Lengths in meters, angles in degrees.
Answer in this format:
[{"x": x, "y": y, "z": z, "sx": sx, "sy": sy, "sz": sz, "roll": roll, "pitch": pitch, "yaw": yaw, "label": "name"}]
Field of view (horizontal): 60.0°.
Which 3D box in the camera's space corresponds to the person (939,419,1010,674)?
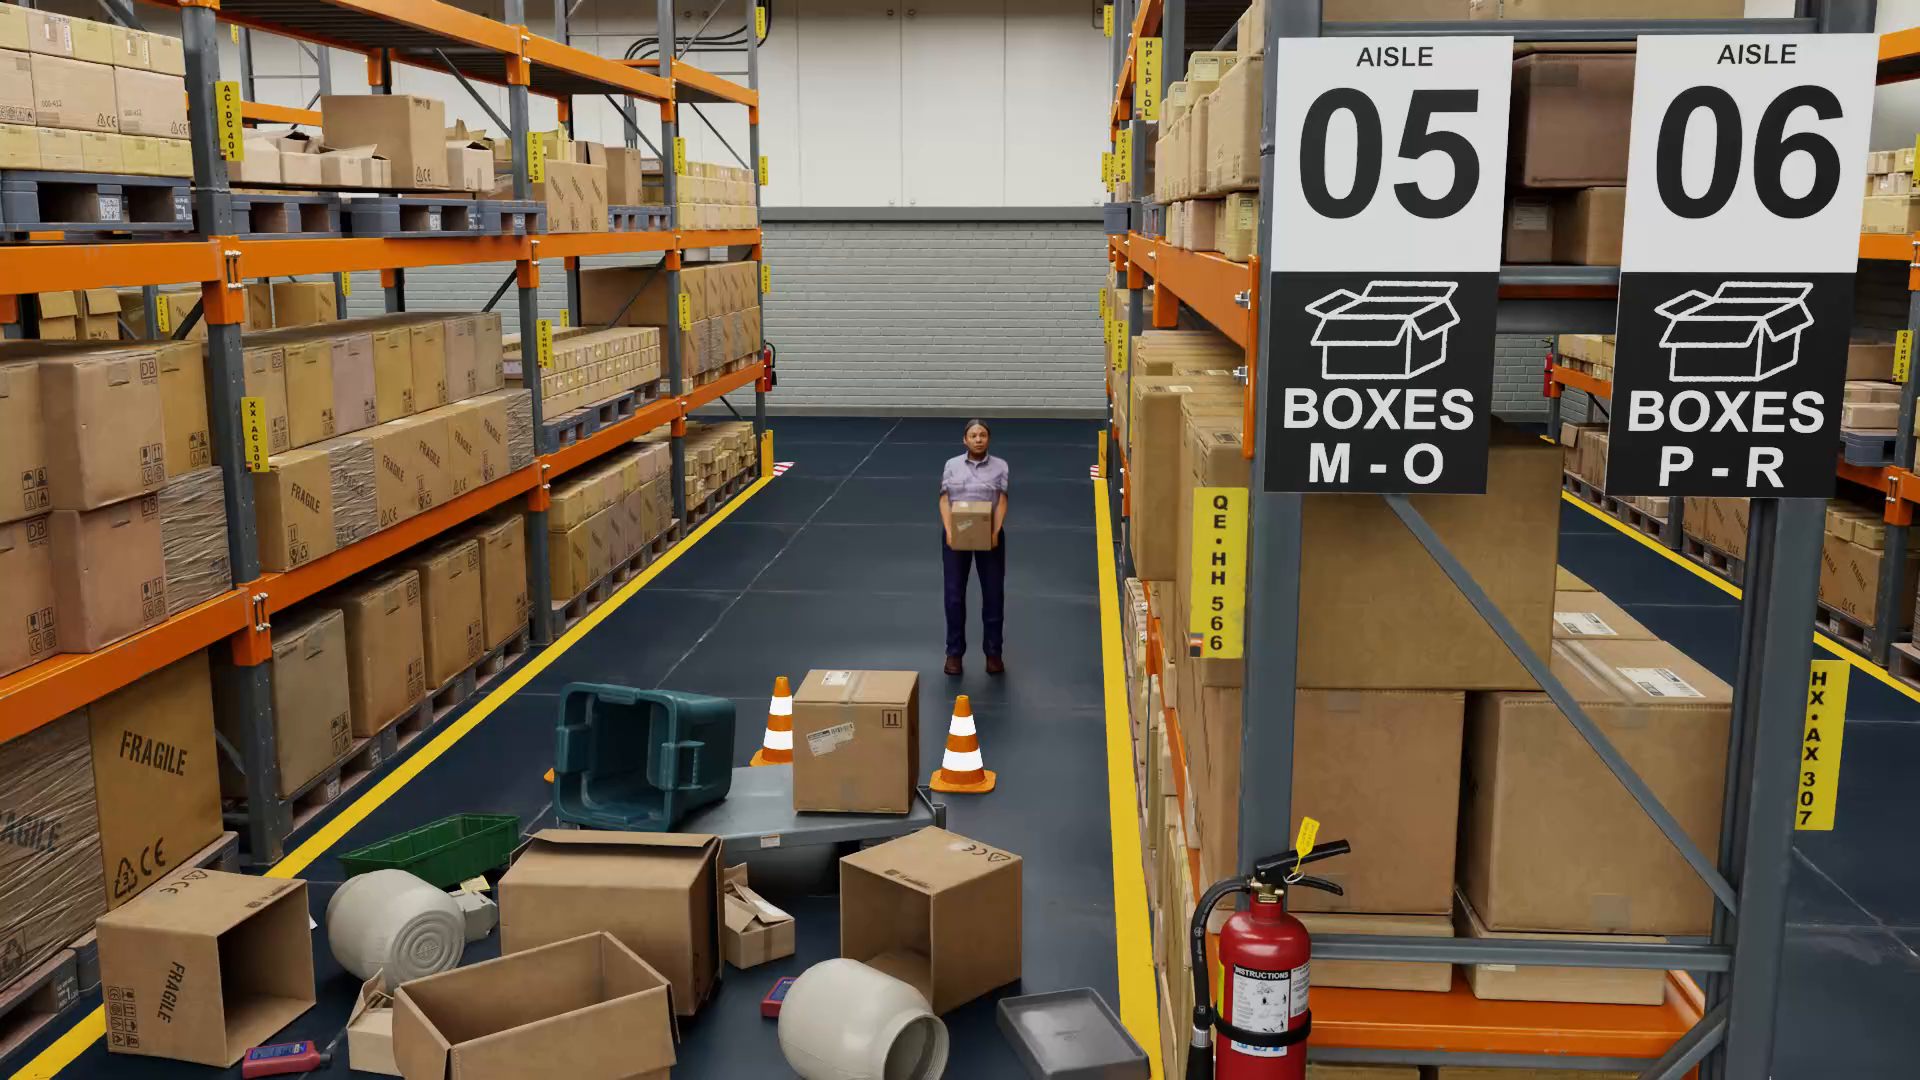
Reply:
[{"x": 0.091, "y": 0.047, "z": 10.757, "sx": 0.453, "sy": 1.636, "sz": 0.524, "roll": 1, "pitch": 11, "yaw": 3, "label": "person"}]
